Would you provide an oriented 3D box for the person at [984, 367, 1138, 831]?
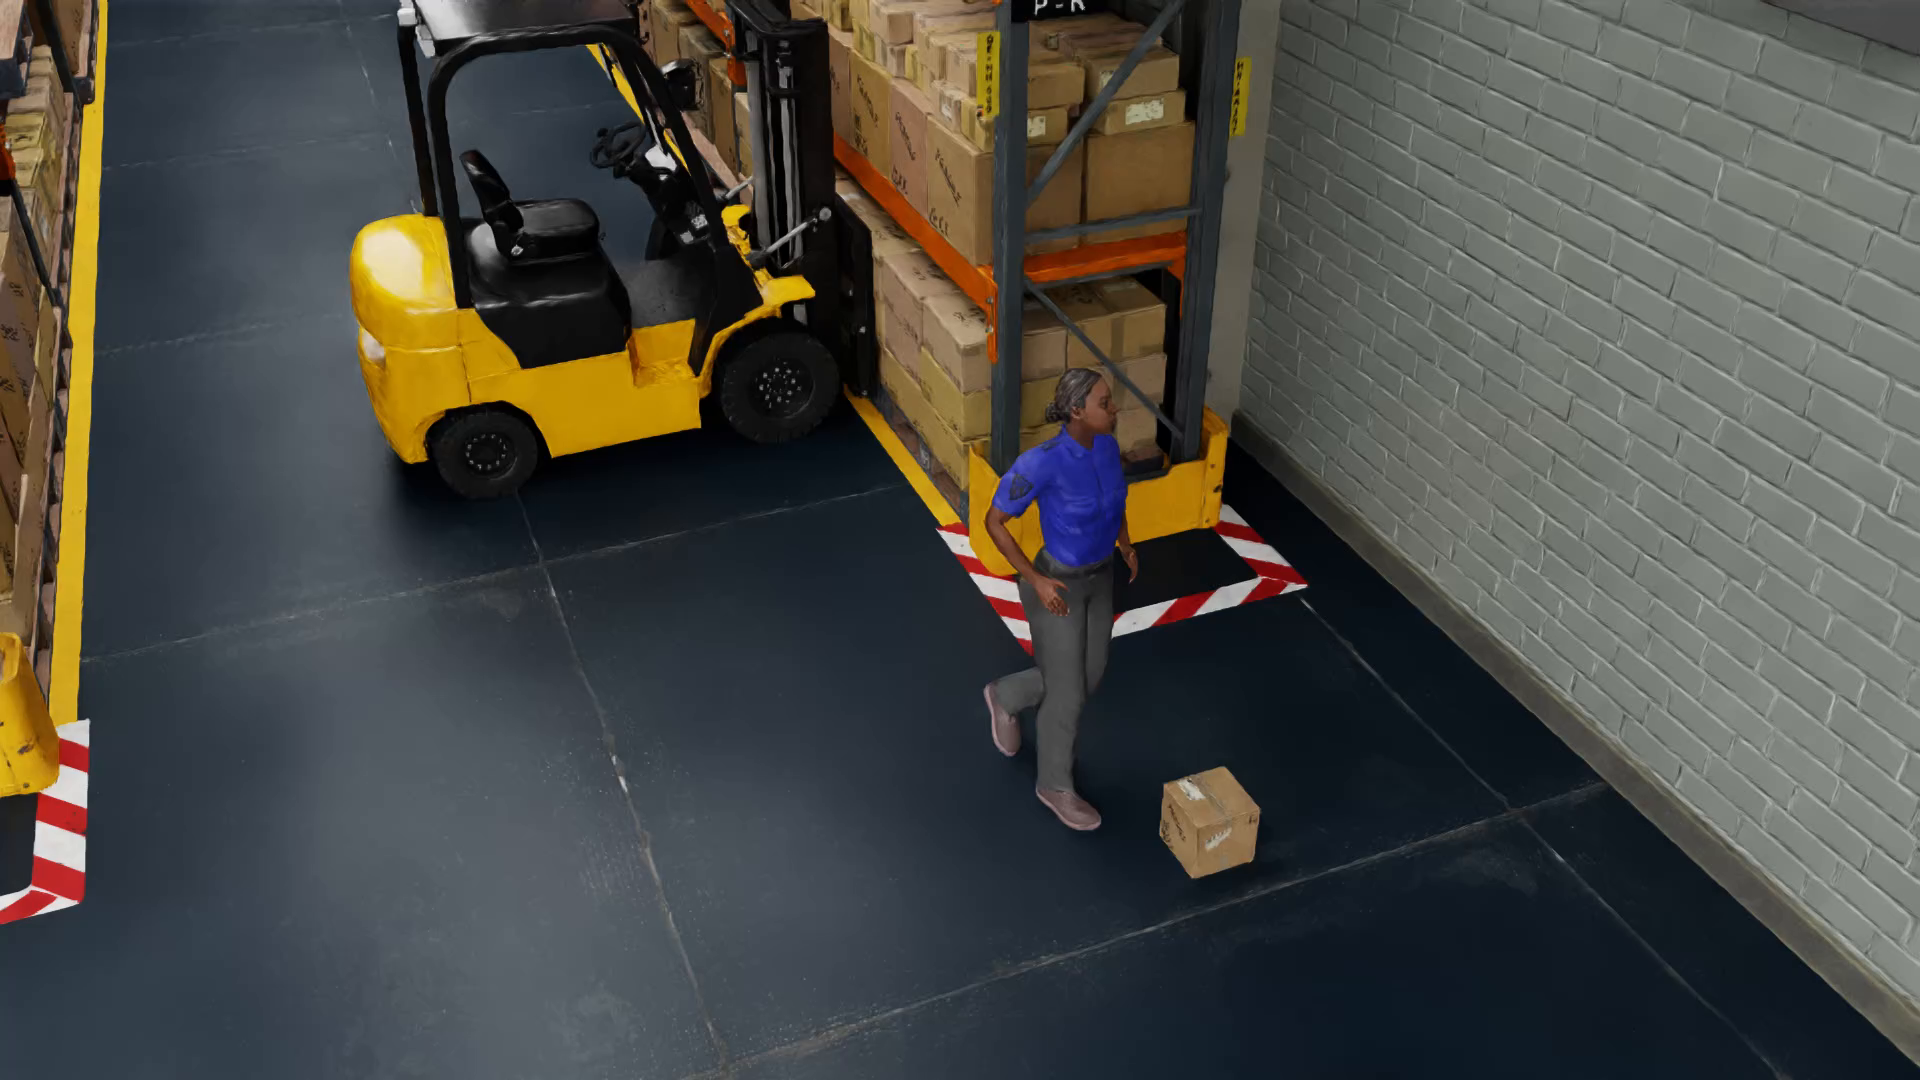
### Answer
[{"bbox_3d":[0.416,0.164,5.934,0.680,1.613,0.610,29,43,36],"label":"person"}]
